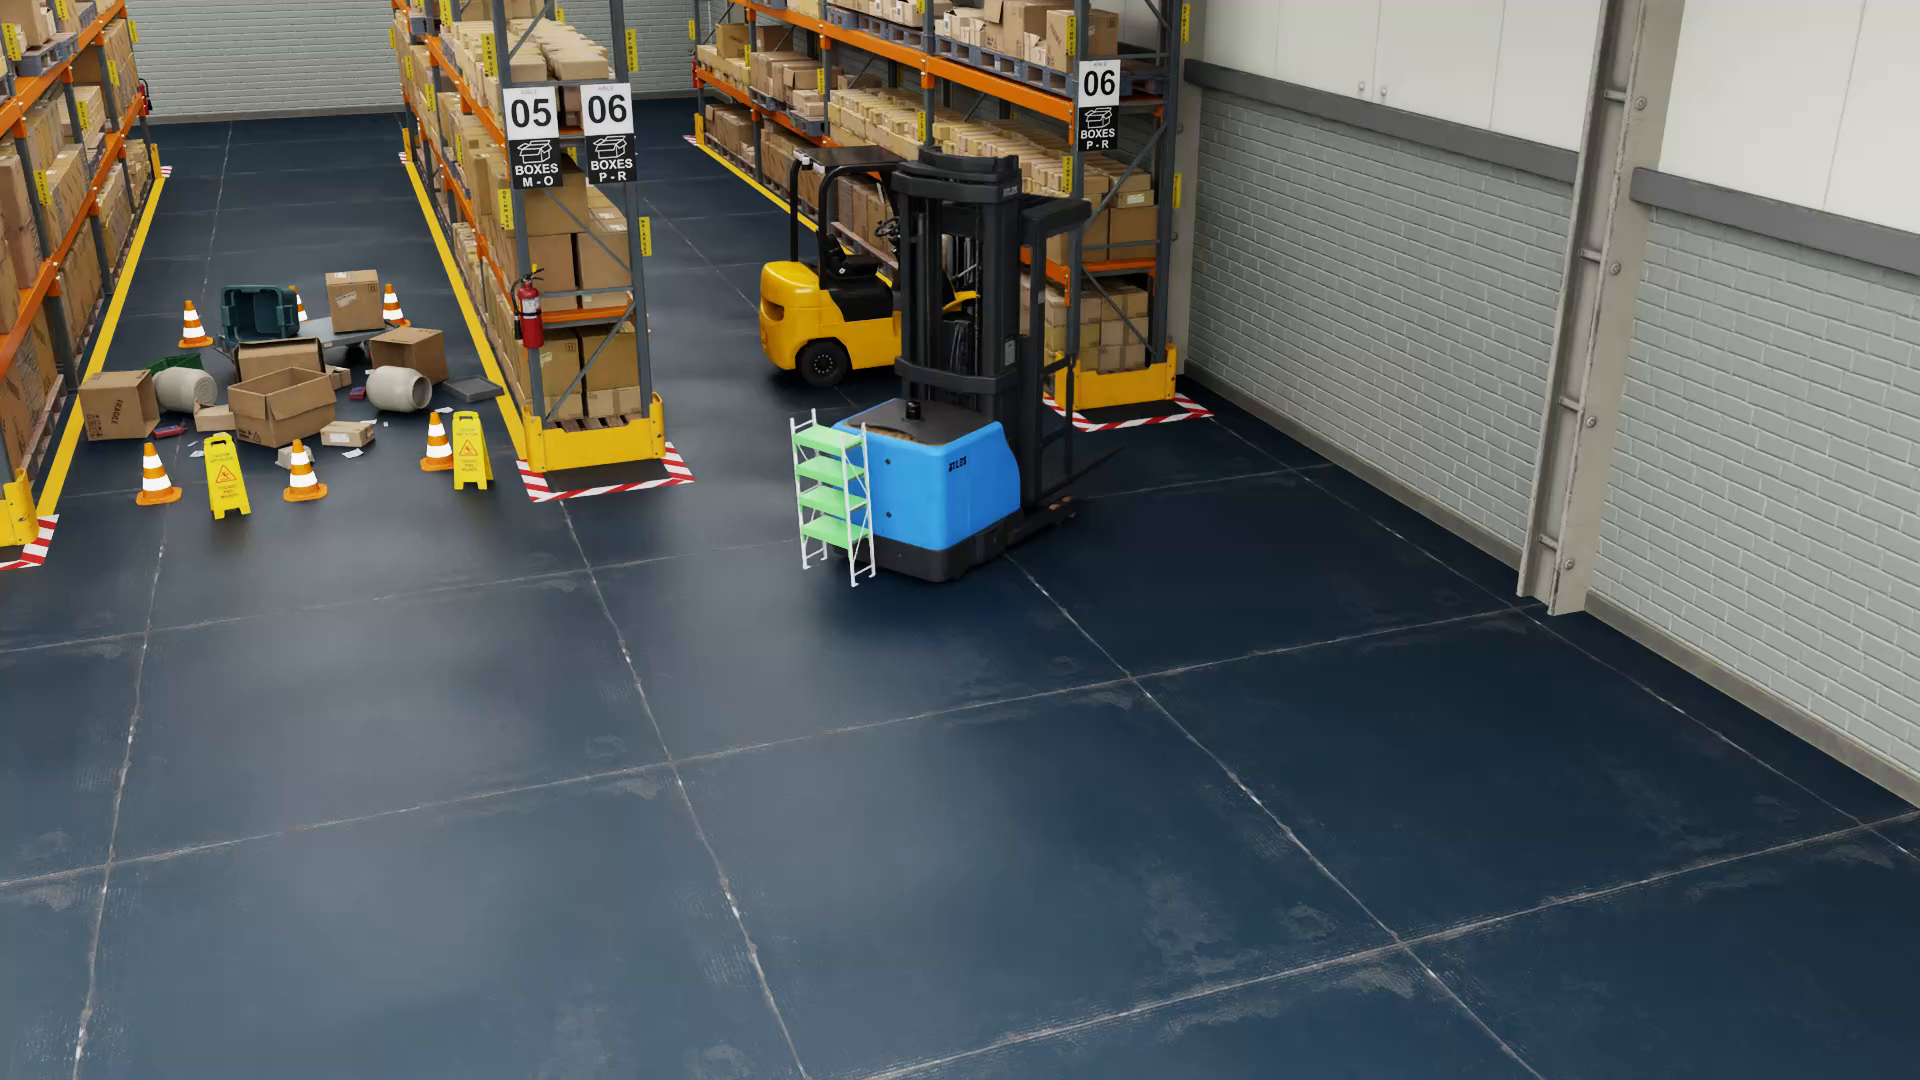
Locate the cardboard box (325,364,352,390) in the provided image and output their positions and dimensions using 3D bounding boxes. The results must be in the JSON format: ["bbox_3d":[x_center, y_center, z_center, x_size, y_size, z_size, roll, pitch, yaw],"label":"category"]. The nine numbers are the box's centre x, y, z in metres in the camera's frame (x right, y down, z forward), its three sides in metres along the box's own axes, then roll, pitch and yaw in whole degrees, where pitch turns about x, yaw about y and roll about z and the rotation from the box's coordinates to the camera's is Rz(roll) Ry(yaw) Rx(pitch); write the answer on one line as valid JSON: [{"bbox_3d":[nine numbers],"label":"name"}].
[{"bbox_3d":[-6.283,-1.669,16.491,0.396,0.266,0.258,12,26,27],"label":"cardboard box"}]

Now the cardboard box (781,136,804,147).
[{"bbox_3d":[-2.488,-6.003,25.096,0.380,0.149,0.250,-9,24,-20],"label":"cardboard box"}]

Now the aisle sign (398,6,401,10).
[{"bbox_3d":[-9.099,-9.064,27.169,0.394,0.787,0.004,-8,24,-19],"label":"aisle sign"}]

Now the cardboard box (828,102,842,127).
[{"bbox_3d":[-1.429,-5.618,21.891,0.500,0.250,0.500,-8,24,-19],"label":"cardboard box"}]

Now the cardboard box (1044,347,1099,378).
[{"bbox_3d":[1.030,-1.802,16.287,0.500,0.250,0.500,-8,24,-19],"label":"cardboard box"}]

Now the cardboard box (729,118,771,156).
[{"bbox_3d":[-3.401,-6.675,27.527,0.700,0.500,0.500,-9,25,-21],"label":"cardboard box"}]

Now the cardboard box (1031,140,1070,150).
[{"bbox_3d":[0.957,-4.043,17.257,0.380,0.149,0.250,-8,24,-17],"label":"cardboard box"}]

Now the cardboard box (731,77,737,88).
[{"bbox_3d":[-3.507,-7.445,26.998,0.380,0.149,0.250,-9,24,-20],"label":"cardboard box"}]

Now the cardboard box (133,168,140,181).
[{"bbox_3d":[-12.304,-5.368,24.494,0.380,0.149,0.250,-9,24,-19],"label":"cardboard box"}]

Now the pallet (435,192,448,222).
[{"bbox_3d":[-7.046,-4.871,24.159,1.003,0.211,1.213,-8,24,-19],"label":"pallet"}]

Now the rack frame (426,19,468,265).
[{"bbox_3d":[-5.976,-4.973,20.810,1.000,3.000,0.127,-8,24,-19],"label":"rack frame"}]

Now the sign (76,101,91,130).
[{"bbox_3d":[-10.054,-4.868,19.070,0.100,0.325,0.005,-8,24,-19],"label":"sign"}]

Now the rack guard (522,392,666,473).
[{"bbox_3d":[-3.177,-0.942,14.464,1.175,0.500,0.348,-8,24,-19],"label":"rack guard"}]

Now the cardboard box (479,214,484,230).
[{"bbox_3d":[-4.470,-3.325,16.389,0.500,0.500,0.500,-8,24,-19],"label":"cardboard box"}]

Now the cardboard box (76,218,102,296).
[{"bbox_3d":[-10.441,-3.180,18.912,1.050,0.750,0.750,-9,24,-20],"label":"cardboard box"}]

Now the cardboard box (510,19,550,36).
[{"bbox_3d":[-4.247,-5.068,16.471,0.380,0.149,0.250,-8,24,-18],"label":"cardboard box"}]

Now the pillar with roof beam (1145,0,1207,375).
[{"bbox_3d":[-1.938,-5.299,13.859,9.100,9.000,0.400,-8,24,-19],"label":"pillar with roof beam"}]

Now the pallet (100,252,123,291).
[{"bbox_3d":[-10.846,-3.256,20.327,1.003,0.211,1.213,-8,24,-19],"label":"pallet"}]

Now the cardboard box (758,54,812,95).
[{"bbox_3d":[-2.603,-6.953,24.840,0.700,0.500,0.500,-8,24,-18],"label":"cardboard box"}]

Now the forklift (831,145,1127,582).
[{"bbox_3d":[0.297,-1.566,12.814,1.130,2.935,3.031,15,27,32],"label":"forklift"}]

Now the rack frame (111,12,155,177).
[{"bbox_3d":[-13.398,-7.164,26.008,1.000,3.000,0.127,-8,24,-19],"label":"rack frame"}]

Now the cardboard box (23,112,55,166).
[{"bbox_3d":[-10.059,-4.229,17.630,0.700,0.500,0.500,-9,24,-20],"label":"cardboard box"}]

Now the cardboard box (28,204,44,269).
[{"bbox_3d":[-9.017,-2.740,15.320,0.875,0.550,0.550,-8,24,-19],"label":"cardboard box"}]

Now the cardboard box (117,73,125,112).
[{"bbox_3d":[-12.105,-6.287,23.416,0.500,0.500,0.500,-8,24,-19],"label":"cardboard box"}]

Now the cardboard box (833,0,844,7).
[{"bbox_3d":[-1.306,-7.026,21.022,0.500,0.500,0.500,-8,24,-19],"label":"cardboard box"}]

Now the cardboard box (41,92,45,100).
[{"bbox_3d":[-12.171,-5.755,21.683,0.380,0.149,0.250,-8,24,-18],"label":"cardboard box"}]

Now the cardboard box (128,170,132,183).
[{"bbox_3d":[-11.954,-5.126,23.537,0.380,0.149,0.250,-7,24,-16],"label":"cardboard box"}]

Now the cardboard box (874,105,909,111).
[{"bbox_3d":[-0.849,-5.295,20.611,0.380,0.149,0.250,-8,24,-19],"label":"cardboard box"}]

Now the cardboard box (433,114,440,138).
[{"bbox_3d":[-6.385,-5.275,21.077,0.500,0.250,0.500,-8,24,-19],"label":"cardboard box"}]

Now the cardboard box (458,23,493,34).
[{"bbox_3d":[-4.638,-4.904,16.080,0.380,0.149,0.250,-8,24,-17],"label":"cardboard box"}]

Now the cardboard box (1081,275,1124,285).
[{"bbox_3d":[1.319,-2.517,16.696,0.500,0.250,0.500,-8,24,-19],"label":"cardboard box"}]

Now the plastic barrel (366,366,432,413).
[{"bbox_3d":[-5.296,-1.421,15.701,0.512,0.421,0.421,8,24,18],"label":"plastic barrel"}]

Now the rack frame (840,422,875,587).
[{"bbox_3d":[-0.727,-0.245,11.890,0.015,1.200,0.240,18,32,36],"label":"rack frame"}]

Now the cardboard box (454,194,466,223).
[{"bbox_3d":[-6.143,-4.449,21.763,0.875,0.875,0.875,-9,24,-19],"label":"cardboard box"}]

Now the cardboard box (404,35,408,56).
[{"bbox_3d":[-7.986,-7.252,24.801,0.500,0.500,0.500,-9,24,-20],"label":"cardboard box"}]

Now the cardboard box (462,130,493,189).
[{"bbox_3d":[-4.299,-3.599,15.751,0.700,0.500,0.500,-9,24,-20],"label":"cardboard box"}]

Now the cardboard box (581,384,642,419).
[{"bbox_3d":[-3.177,-1.323,15.151,0.500,0.250,0.500,-9,24,-19],"label":"cardboard box"}]

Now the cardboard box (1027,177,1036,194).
[{"bbox_3d":[0.878,-3.464,16.266,0.380,0.149,0.250,-9,24,-19],"label":"cardboard box"}]

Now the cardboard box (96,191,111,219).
[{"bbox_3d":[-10.768,-4.112,20.480,0.500,0.250,0.500,-9,24,-20],"label":"cardboard box"}]

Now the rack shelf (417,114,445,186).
[{"bbox_3d":[-6.683,-5.368,22.674,1.077,0.370,4.000,-8,24,-19],"label":"rack shelf"}]

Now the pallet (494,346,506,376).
[{"bbox_3d":[-4.293,-1.995,17.335,1.003,0.211,1.213,-8,24,-19],"label":"pallet"}]

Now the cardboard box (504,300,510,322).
[{"bbox_3d":[-3.956,-2.108,15.212,0.380,0.149,0.250,-8,24,-18],"label":"cardboard box"}]

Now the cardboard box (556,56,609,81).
[{"bbox_3d":[-3.085,-3.857,13.597,0.380,0.149,0.250,-9,24,-19],"label":"cardboard box"}]

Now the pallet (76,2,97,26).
[{"bbox_3d":[-11.866,-6.767,21.446,1.213,0.211,1.003,-8,24,-19],"label":"pallet"}]

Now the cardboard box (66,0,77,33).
[{"bbox_3d":[-10.708,-6.110,19.517,0.500,0.500,0.500,-8,24,-19],"label":"cardboard box"}]

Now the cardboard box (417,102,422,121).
[{"bbox_3d":[-7.481,-6.161,23.822,0.500,0.250,0.500,-9,24,-20],"label":"cardboard box"}]

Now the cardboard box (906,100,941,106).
[{"bbox_3d":[-0.461,-5.463,21.009,0.380,0.149,0.250,-9,24,-20],"label":"cardboard box"}]

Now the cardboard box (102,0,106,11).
[{"bbox_3d":[-12.087,-7.409,22.920,0.500,0.250,0.500,-9,24,-20],"label":"cardboard box"}]

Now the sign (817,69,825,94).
[{"bbox_3d":[-1.838,-6.074,22.034,0.100,0.325,0.005,-8,24,-19],"label":"sign"}]

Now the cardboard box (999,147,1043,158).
[{"bbox_3d":[0.621,-3.888,16.890,0.380,0.149,0.250,-8,24,-18],"label":"cardboard box"}]

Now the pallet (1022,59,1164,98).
[{"bbox_3d":[1.266,-4.350,15.585,1.003,0.211,1.213,-8,24,-19],"label":"pallet"}]

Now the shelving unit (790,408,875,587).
[{"bbox_3d":[-0.915,-0.305,12.033,0.503,1.200,0.258,18,32,36],"label":"shelving unit"}]

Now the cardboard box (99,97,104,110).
[{"bbox_3d":[-11.659,-5.808,22.190,0.380,0.149,0.250,-8,24,-17],"label":"cardboard box"}]

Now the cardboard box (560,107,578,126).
[{"bbox_3d":[-3.140,-3.581,13.968,0.380,0.149,0.250,-9,25,-21],"label":"cardboard box"}]

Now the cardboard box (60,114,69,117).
[{"bbox_3d":[-10.734,-4.990,19.868,0.380,0.149,0.250,-8,24,-19],"label":"cardboard box"}]
